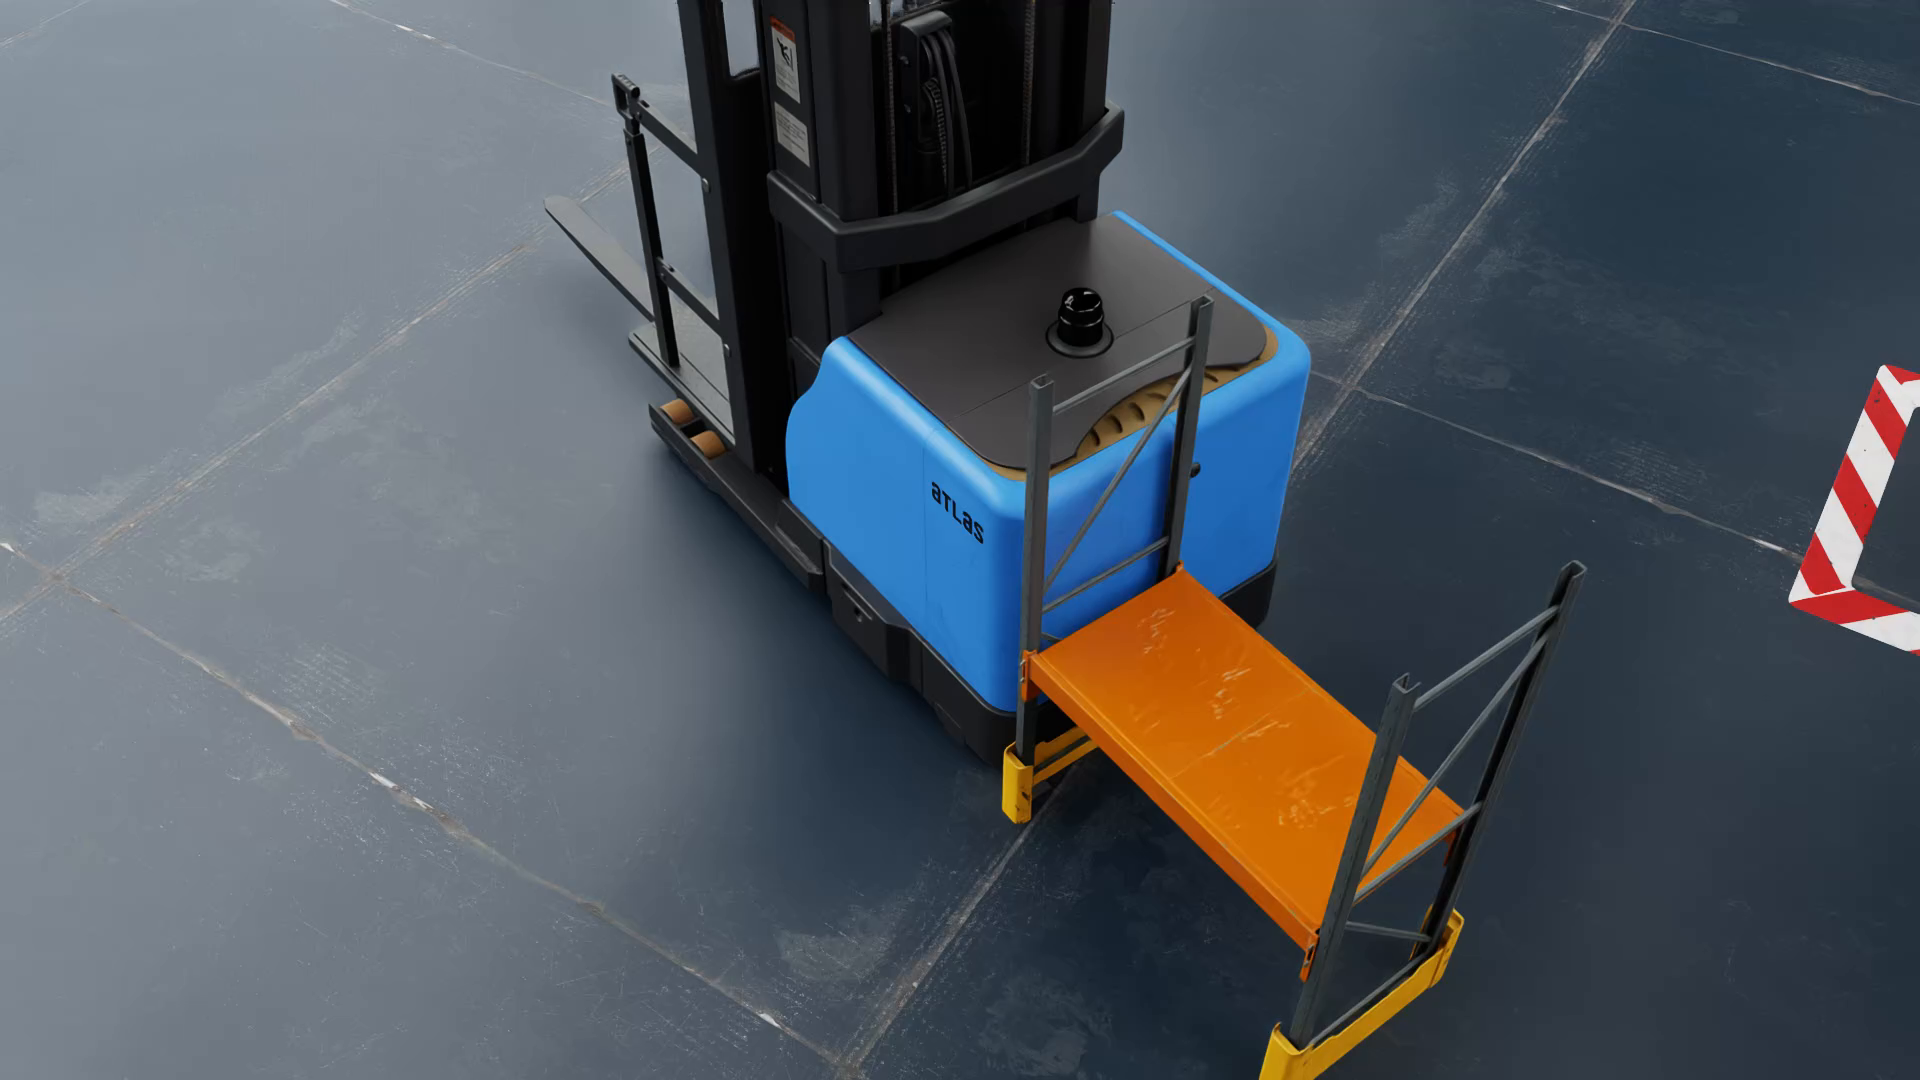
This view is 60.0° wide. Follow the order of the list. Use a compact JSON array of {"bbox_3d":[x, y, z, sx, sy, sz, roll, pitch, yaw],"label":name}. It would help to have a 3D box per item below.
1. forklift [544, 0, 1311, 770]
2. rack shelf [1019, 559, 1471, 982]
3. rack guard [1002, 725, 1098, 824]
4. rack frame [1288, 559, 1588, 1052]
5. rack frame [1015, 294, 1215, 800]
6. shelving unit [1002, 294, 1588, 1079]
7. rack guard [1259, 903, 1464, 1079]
[{"bbox_3d":[-0.368,-1.403,4.570,1.130,2.935,3.031,-28,52,-25],"label":"forklift"},{"bbox_3d":[0.660,0.509,3.961,0.538,0.185,1.000,-28,52,-25],"label":"rack shelf"},{"bbox_3d":[0.366,0.539,4.552,0.587,0.250,0.087,-28,52,-25],"label":"rack guard"},{"bbox_3d":[0.966,0.675,3.548,0.500,1.500,0.032,-28,52,-25],"label":"rack frame"},{"bbox_3d":[0.354,0.092,4.115,0.500,1.500,0.032,-28,52,-25],"label":"rack frame"},{"bbox_3d":[0.665,0.389,3.826,0.587,1.500,1.083,-28,52,-25],"label":"shelving unit"},{"bbox_3d":[0.965,1.110,3.997,0.587,0.250,0.087,-28,52,-25],"label":"rack guard"}]
